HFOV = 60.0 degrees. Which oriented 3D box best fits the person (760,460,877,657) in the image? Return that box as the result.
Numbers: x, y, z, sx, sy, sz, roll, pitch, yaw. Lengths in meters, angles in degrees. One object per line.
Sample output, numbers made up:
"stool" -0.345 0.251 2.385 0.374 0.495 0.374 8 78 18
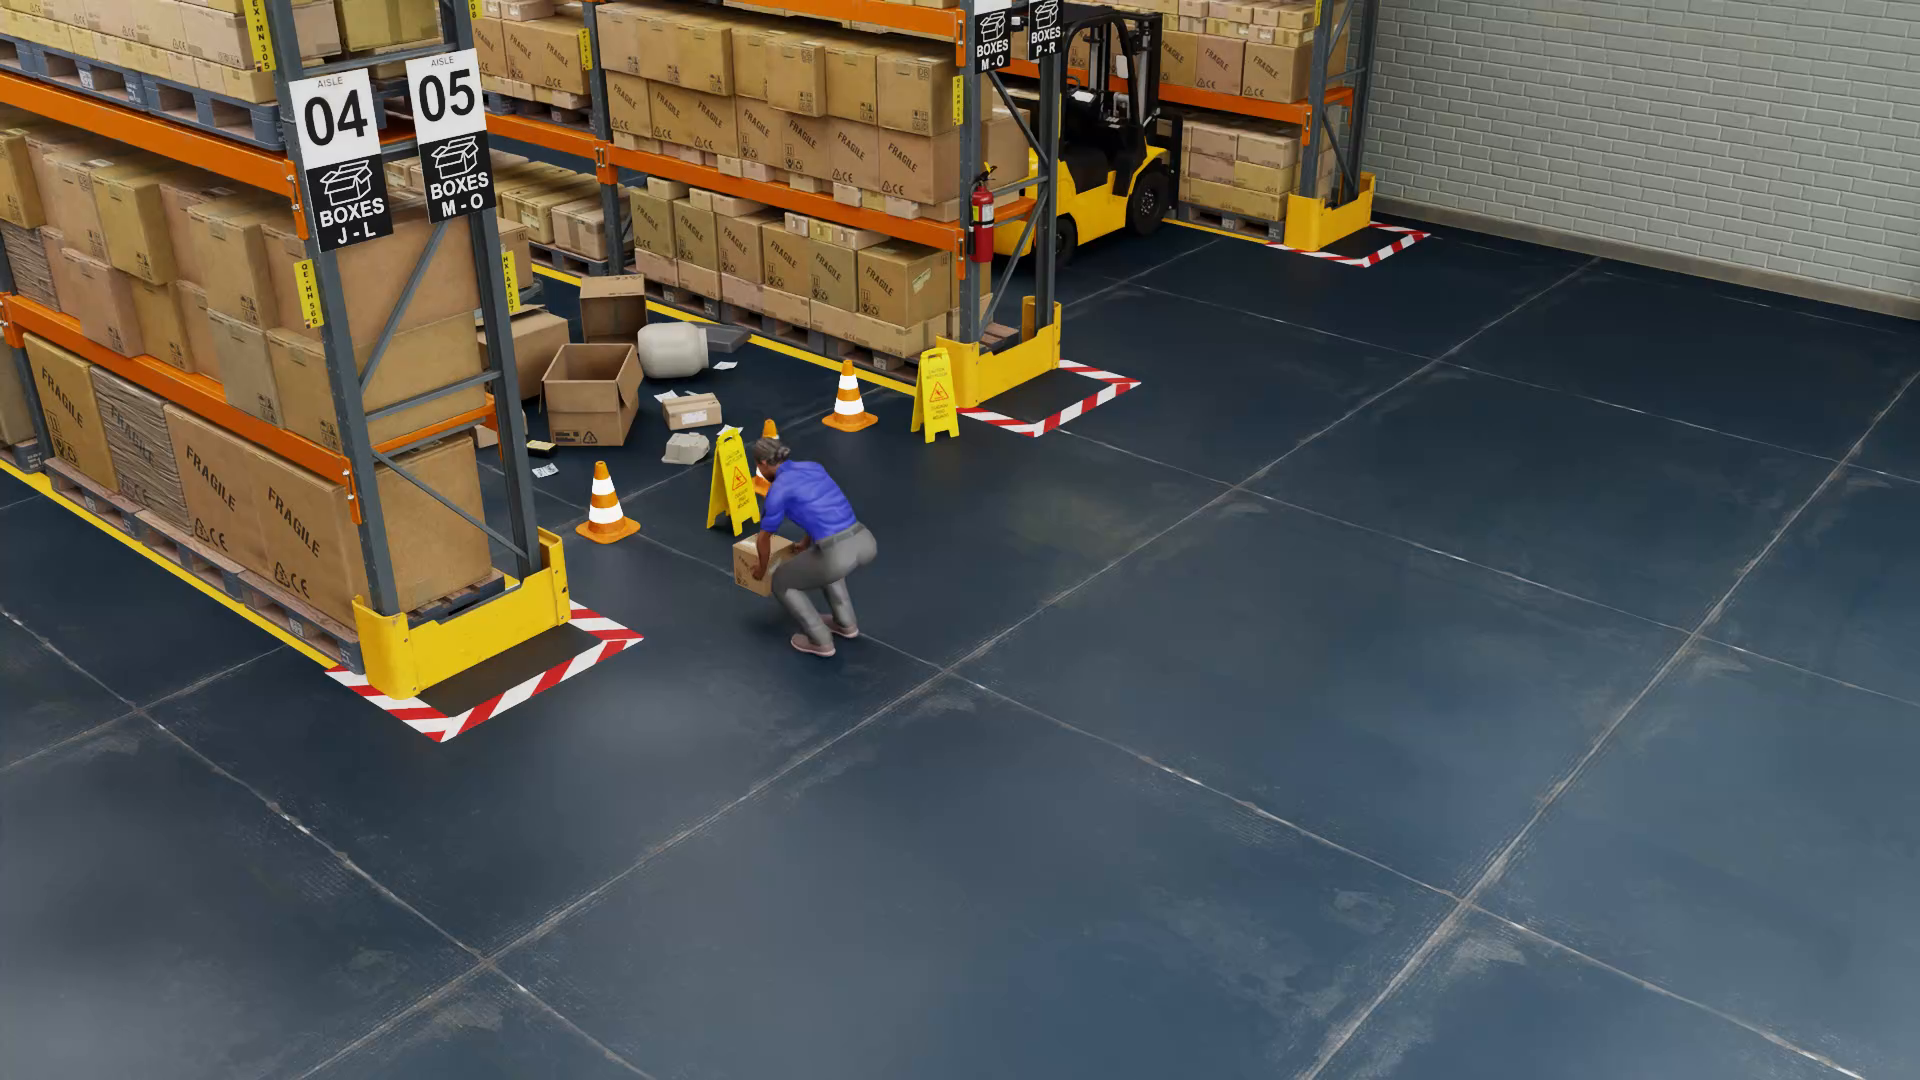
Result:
"person" -0.749 0.112 9.056 0.556 1.068 0.486 21 34 34
